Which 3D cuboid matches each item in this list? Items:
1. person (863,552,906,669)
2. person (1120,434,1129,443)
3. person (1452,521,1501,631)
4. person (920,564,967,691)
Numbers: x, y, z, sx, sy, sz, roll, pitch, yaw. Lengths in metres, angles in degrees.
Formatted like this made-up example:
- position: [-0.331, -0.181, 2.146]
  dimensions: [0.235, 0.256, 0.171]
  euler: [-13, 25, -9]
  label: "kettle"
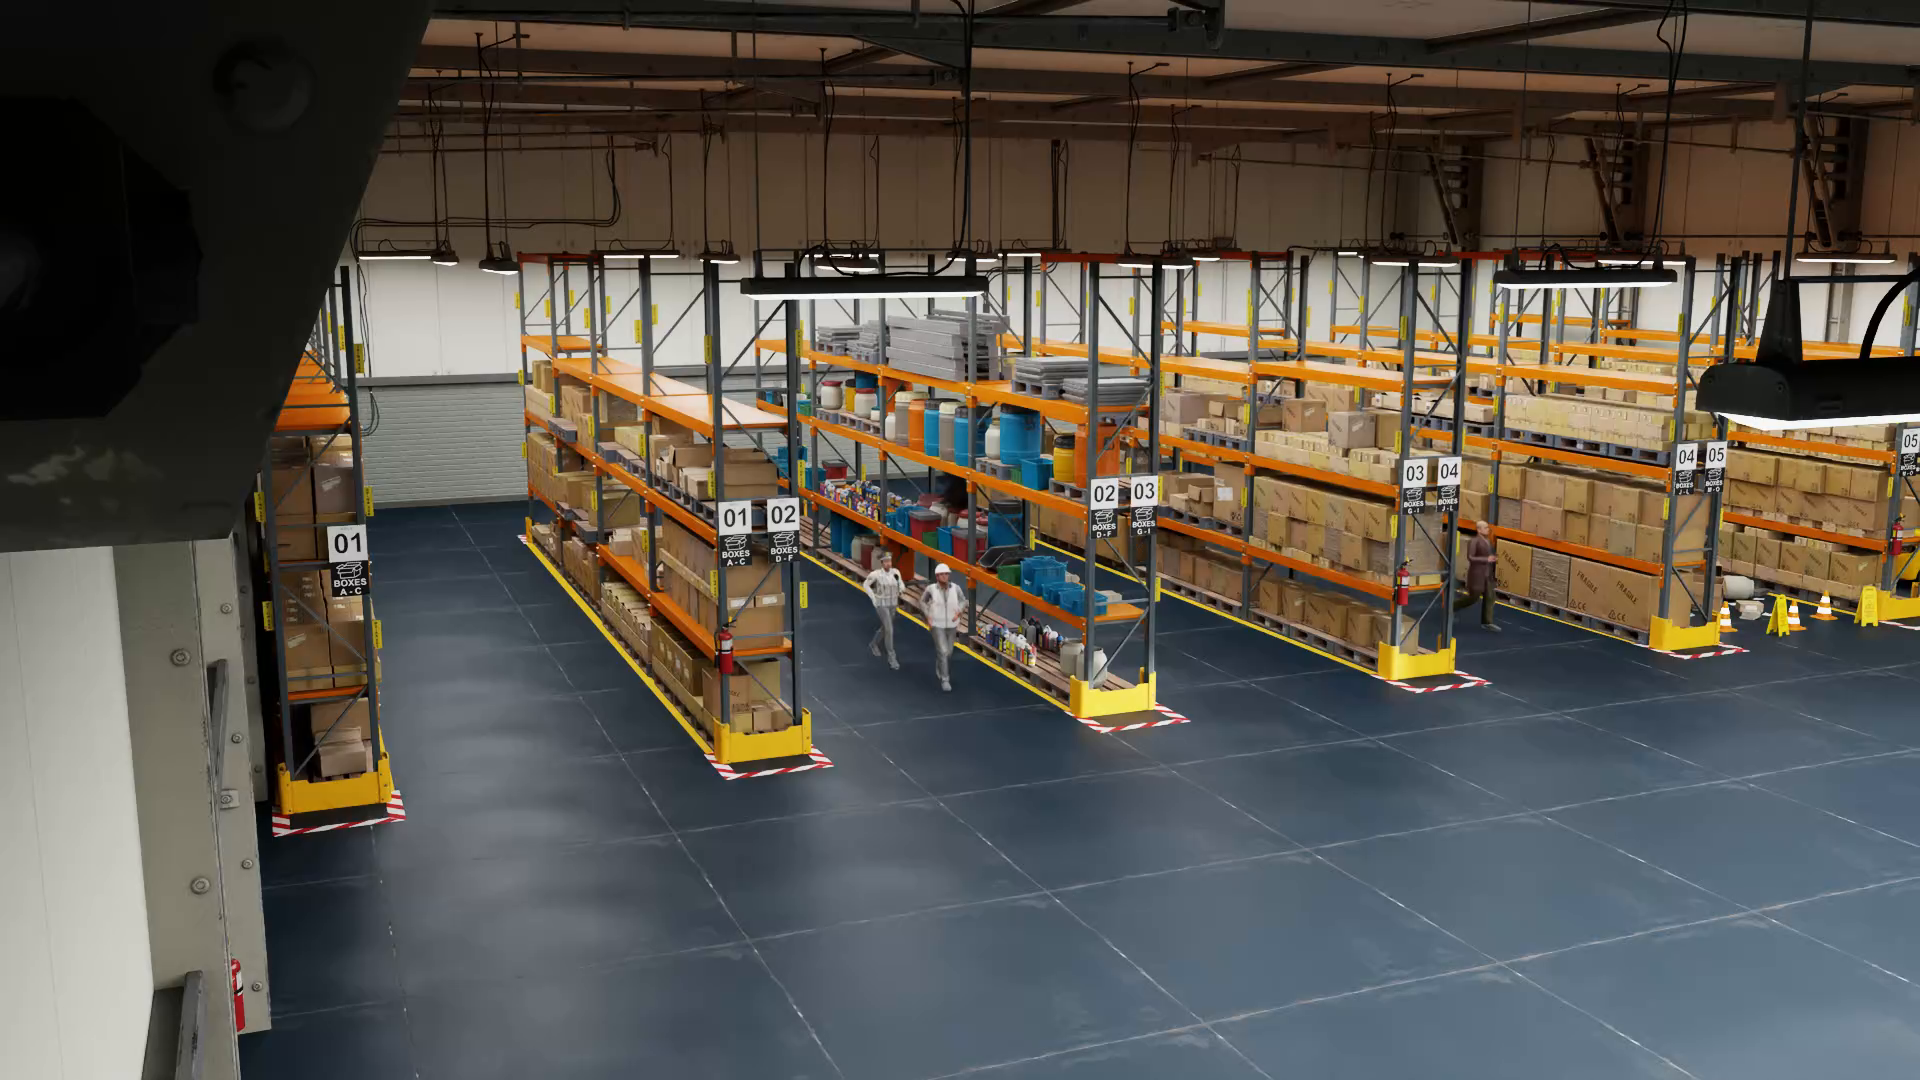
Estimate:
- position: [-1.089, 1.004, 24.852]
  dimensions: [0.592, 1.730, 0.840]
  euler: [-7, 13, -35]
  label: "person"
- position: [3.867, -1.811, 39.959]
  dimensions: [0.716, 1.748, 0.987]
  euler: [0, 10, 1]
  label: "person"
- position: [8.392, 0.556, 26.993]
  dimensions: [0.718, 1.761, 0.965]
  euler: [-9, 14, -42]
  label: "person"
- position: [-0.225, 1.183, 23.483]
  dimensions: [0.659, 1.753, 0.910]
  euler: [-3, 11, -14]
  label: "person"
